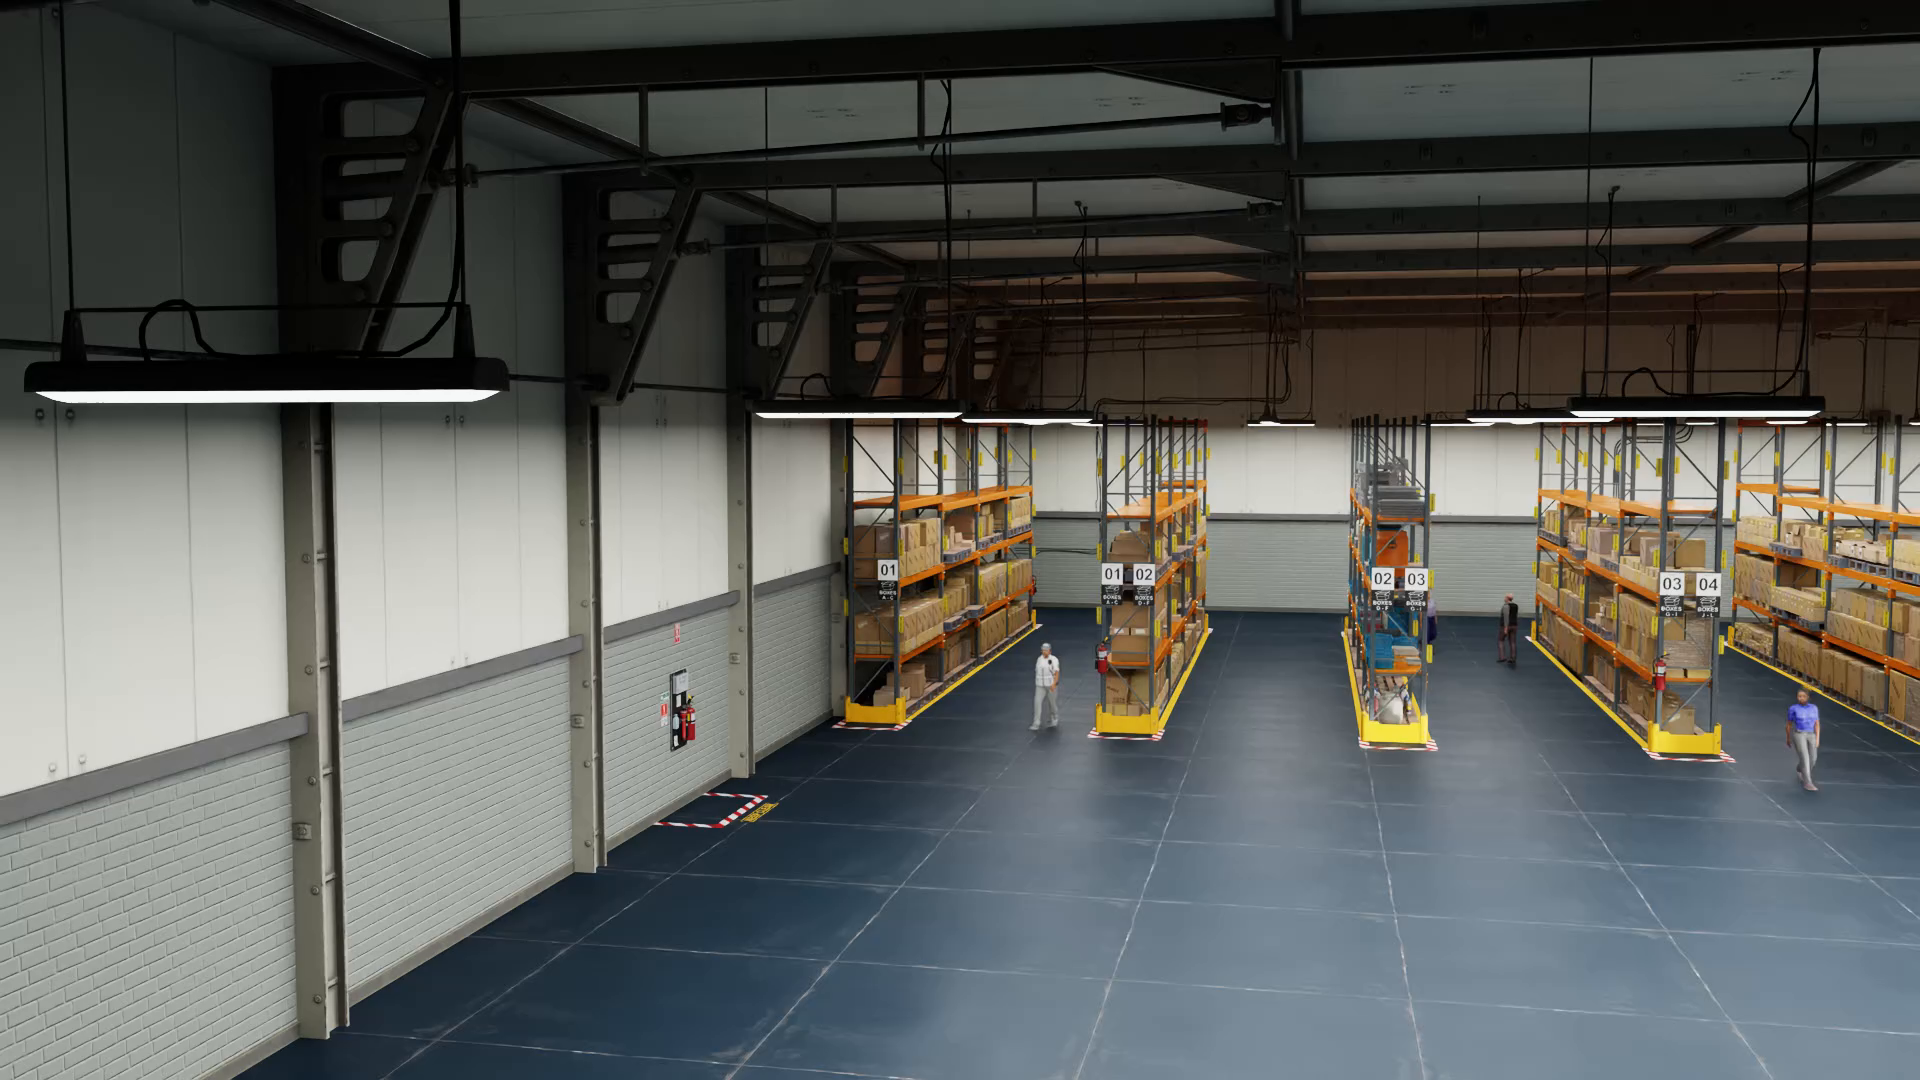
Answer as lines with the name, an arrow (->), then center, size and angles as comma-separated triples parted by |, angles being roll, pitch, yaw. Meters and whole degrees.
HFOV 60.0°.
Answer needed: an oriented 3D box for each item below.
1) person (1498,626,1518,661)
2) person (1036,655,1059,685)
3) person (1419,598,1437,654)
person -> 13.402, 2.465, 40.596 | 0.412, 0.953, 0.547 | -1, 4, -9
person -> 1.654, 2.467, 31.707 | 0.486, 0.564, 0.347 | 2, 4, 23
person -> 11.927, 2.175, 42.481 | 0.478, 1.437, 0.619 | -2, 4, -22
